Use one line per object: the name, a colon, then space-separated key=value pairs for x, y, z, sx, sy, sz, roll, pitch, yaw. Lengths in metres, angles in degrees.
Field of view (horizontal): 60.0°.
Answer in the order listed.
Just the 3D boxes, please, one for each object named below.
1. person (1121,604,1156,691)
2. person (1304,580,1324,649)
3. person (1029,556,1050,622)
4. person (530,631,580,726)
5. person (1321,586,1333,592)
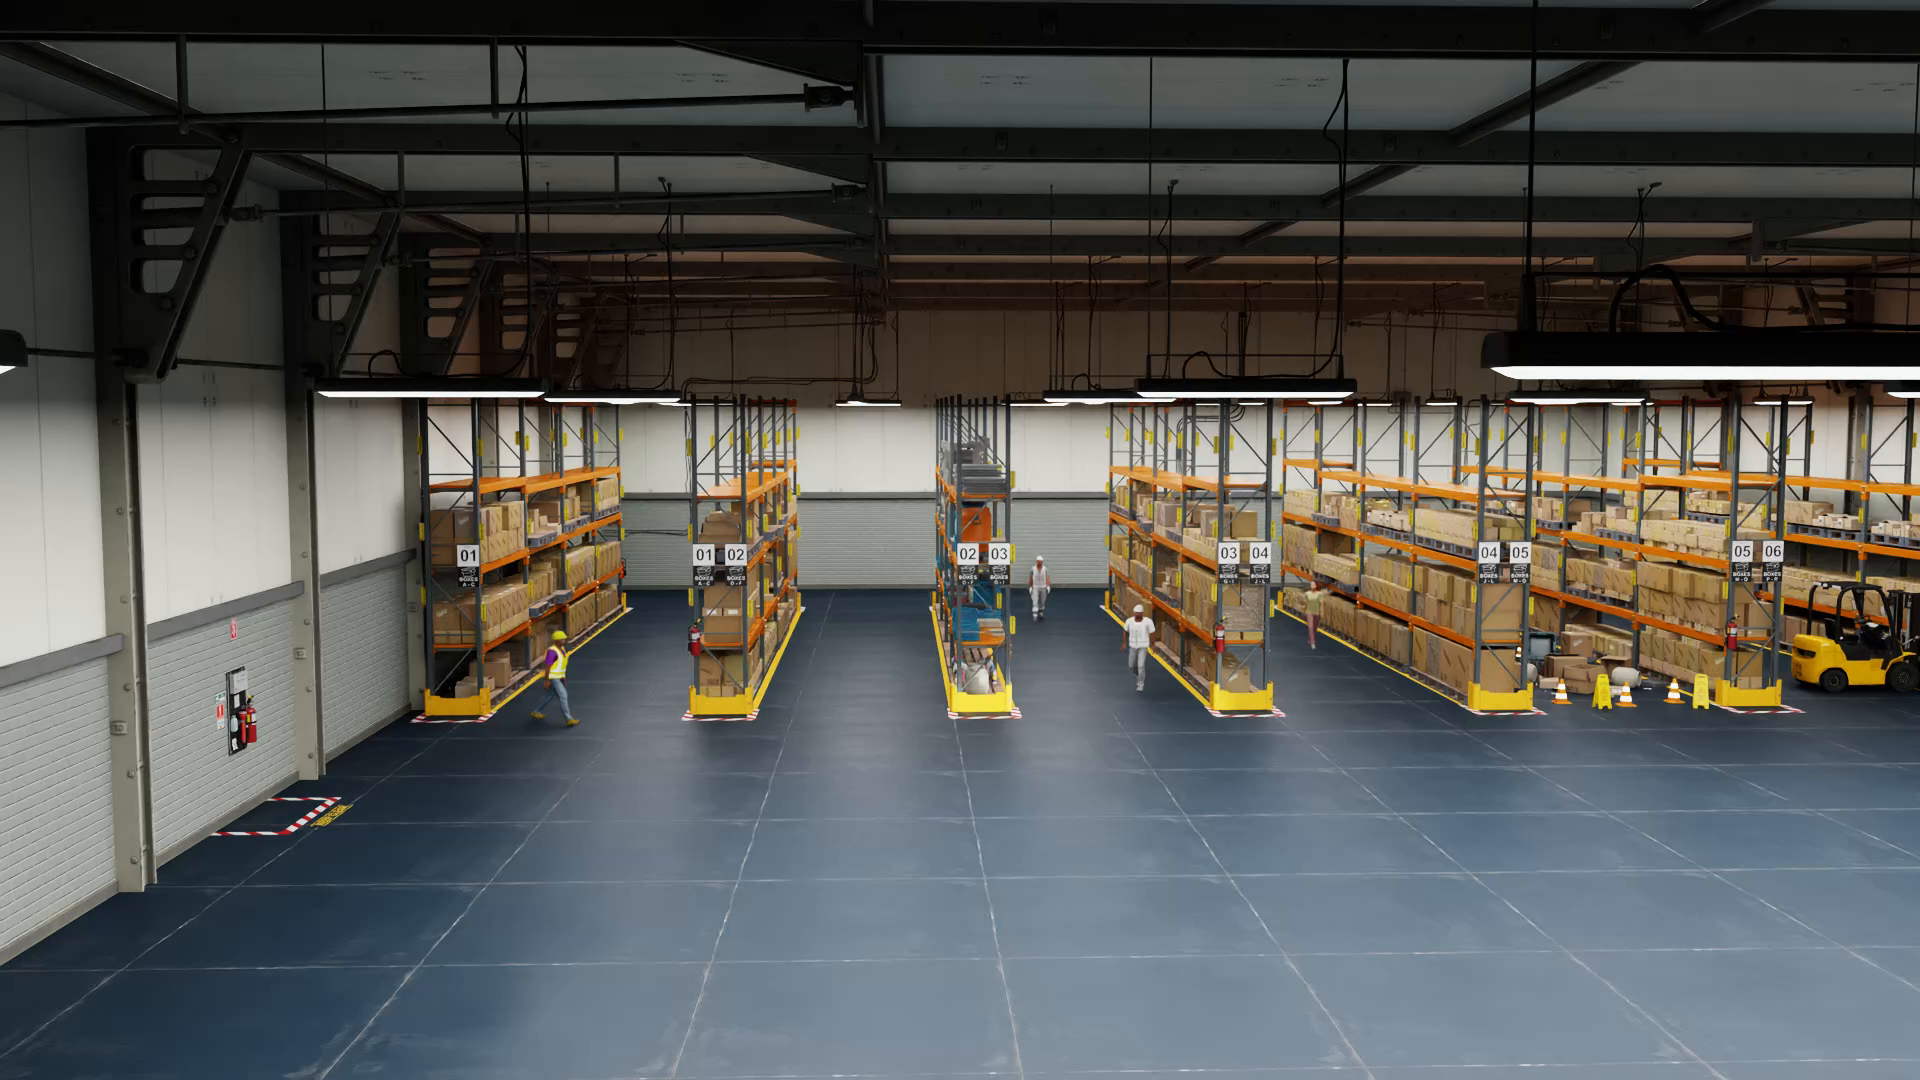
person: x=3.666 y=2.176 z=33.914 sx=0.706 sy=1.767 sz=0.672 roll=2 pitch=5 yaw=28
person: x=8.491 y=1.759 z=39.766 sx=0.419 sy=1.602 sz=1.045 roll=0 pitch=5 yaw=-4
person: x=2.153 y=1.298 z=44.861 sx=0.553 sy=1.715 sz=1.054 roll=0 pitch=4 yaw=-2
person: x=-7.360 y=2.497 z=30.230 sx=1.121 sy=1.709 sz=0.591 roll=1 pitch=5 yaw=16
person: x=10.983 y=0.902 z=49.878 sx=0.436 sy=1.806 sz=0.598 roll=-3 pitch=5 yaw=-31
